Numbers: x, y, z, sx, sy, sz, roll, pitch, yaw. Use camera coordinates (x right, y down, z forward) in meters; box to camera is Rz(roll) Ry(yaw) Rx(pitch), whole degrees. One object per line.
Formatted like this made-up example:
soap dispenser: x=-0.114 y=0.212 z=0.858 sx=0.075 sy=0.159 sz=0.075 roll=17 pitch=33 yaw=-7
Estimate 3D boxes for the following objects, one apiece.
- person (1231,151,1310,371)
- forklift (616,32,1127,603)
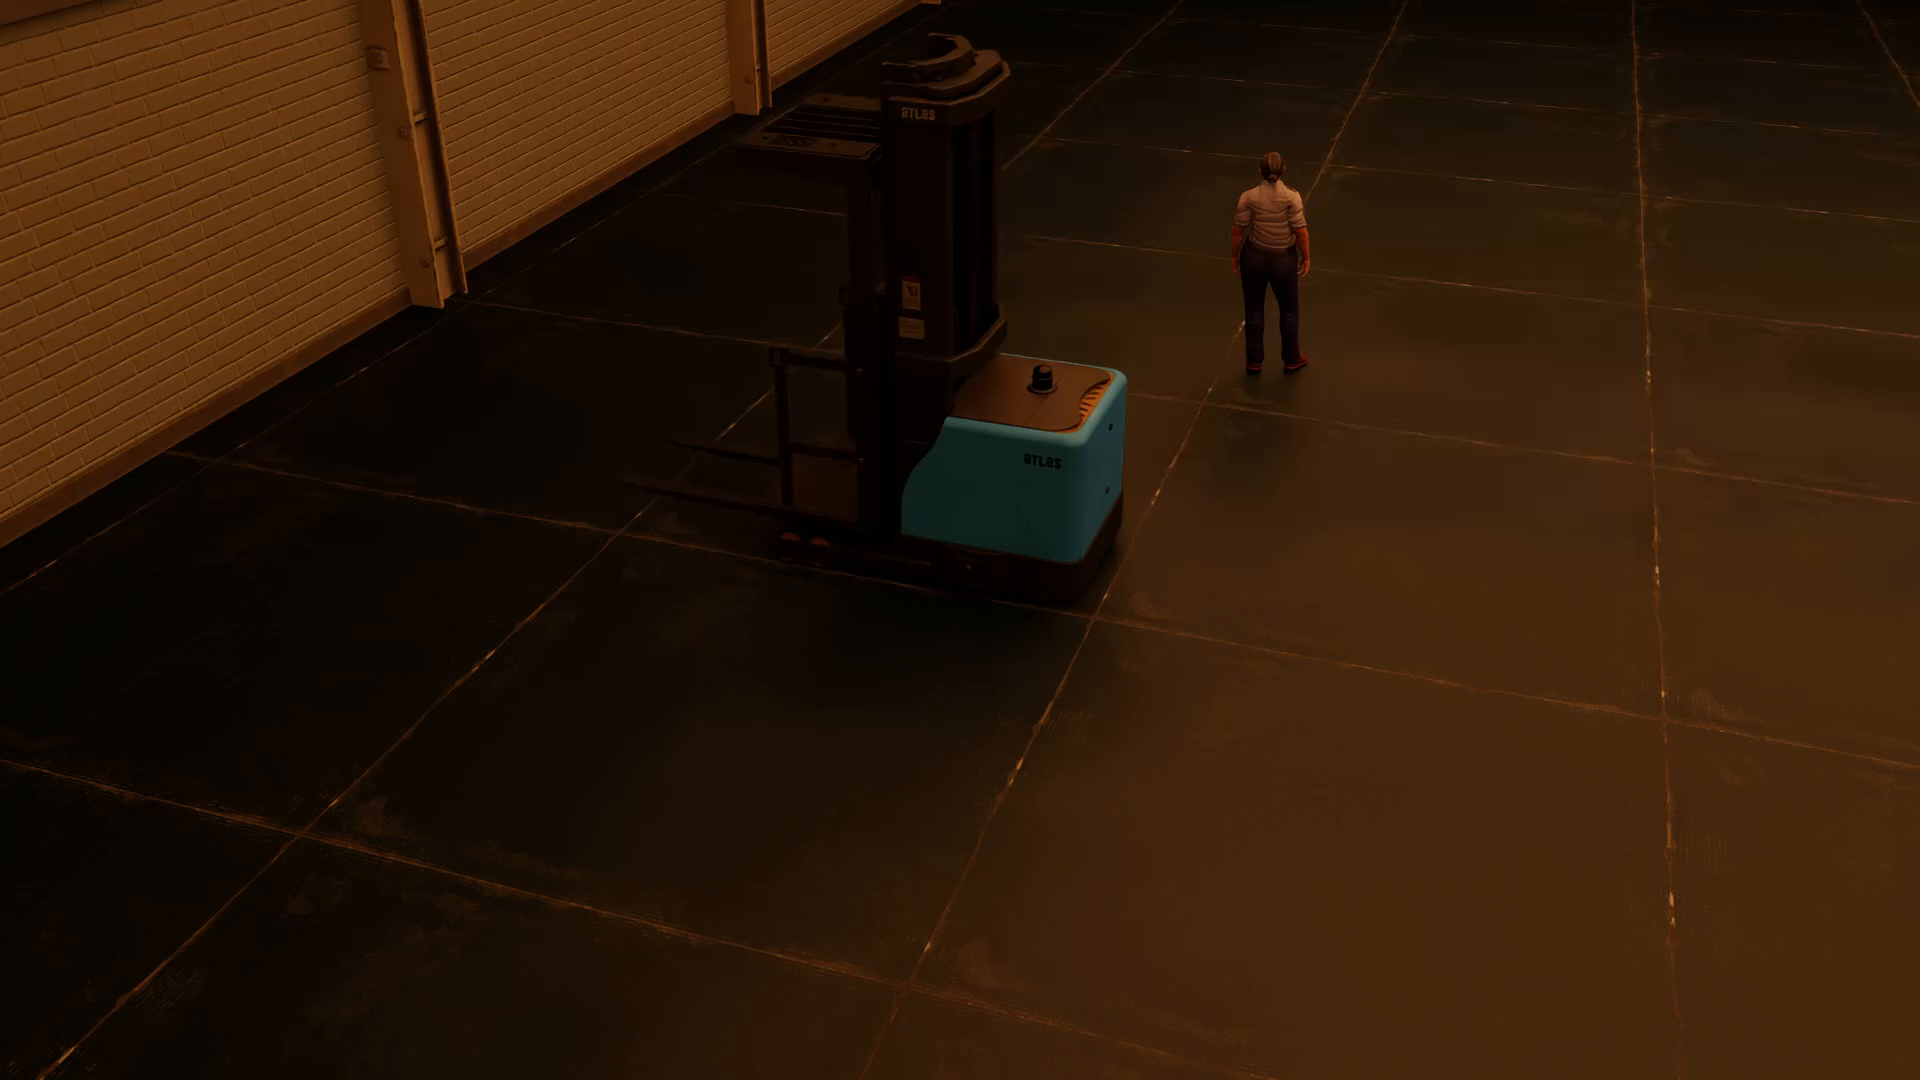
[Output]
person: x=2.252 y=-2.010 z=11.945 sx=0.598 sy=1.651 sz=0.502 roll=10 pitch=31 yaw=17
forklift: x=-0.591 y=-1.352 z=9.508 sx=3.031 sy=2.935 sz=1.130 roll=10 pitch=31 yaw=17
